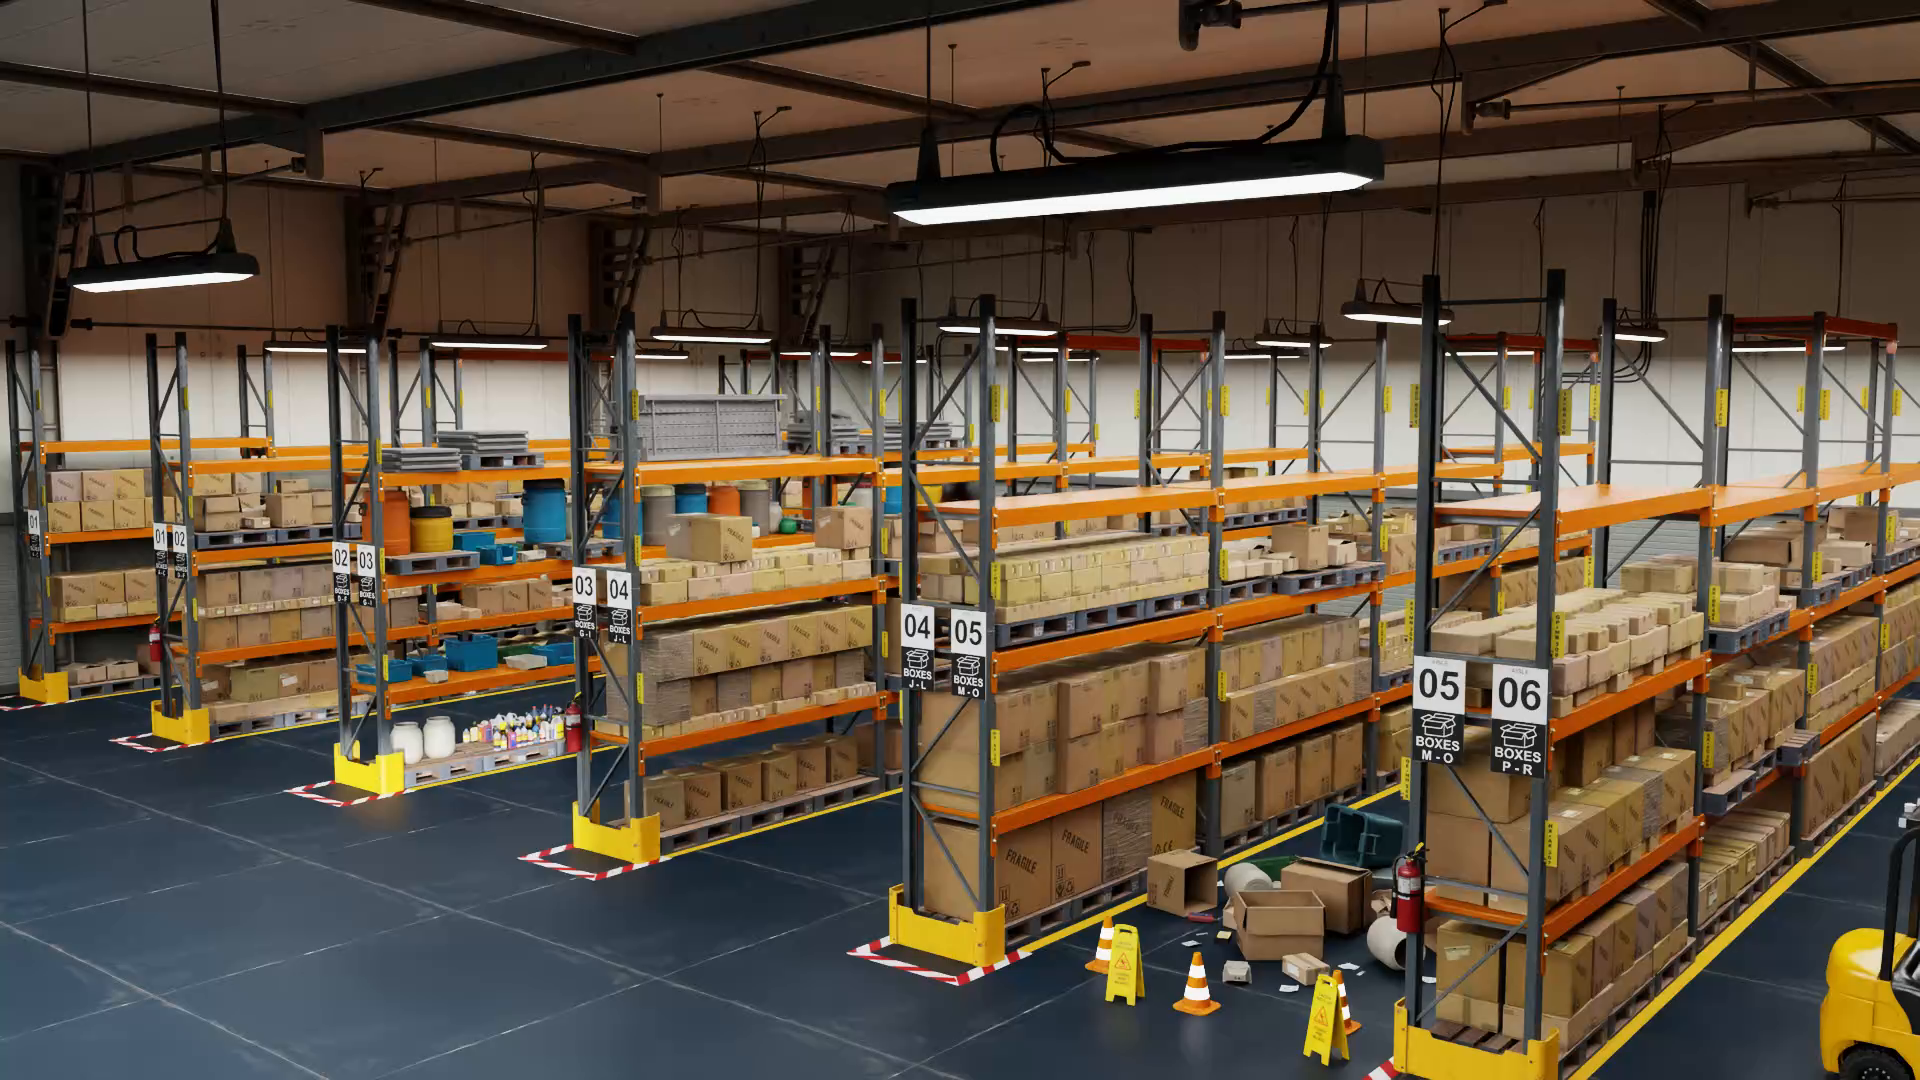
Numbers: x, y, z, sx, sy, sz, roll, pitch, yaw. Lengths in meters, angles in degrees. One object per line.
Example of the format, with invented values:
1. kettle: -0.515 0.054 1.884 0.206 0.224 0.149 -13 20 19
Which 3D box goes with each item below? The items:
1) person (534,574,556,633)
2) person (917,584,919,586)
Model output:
1. person: -7.883 1.480 31.782 0.519 1.663 0.517 3 6 28
2. person: -1.006 1.363 32.282 0.637 1.732 1.017 5 7 43
